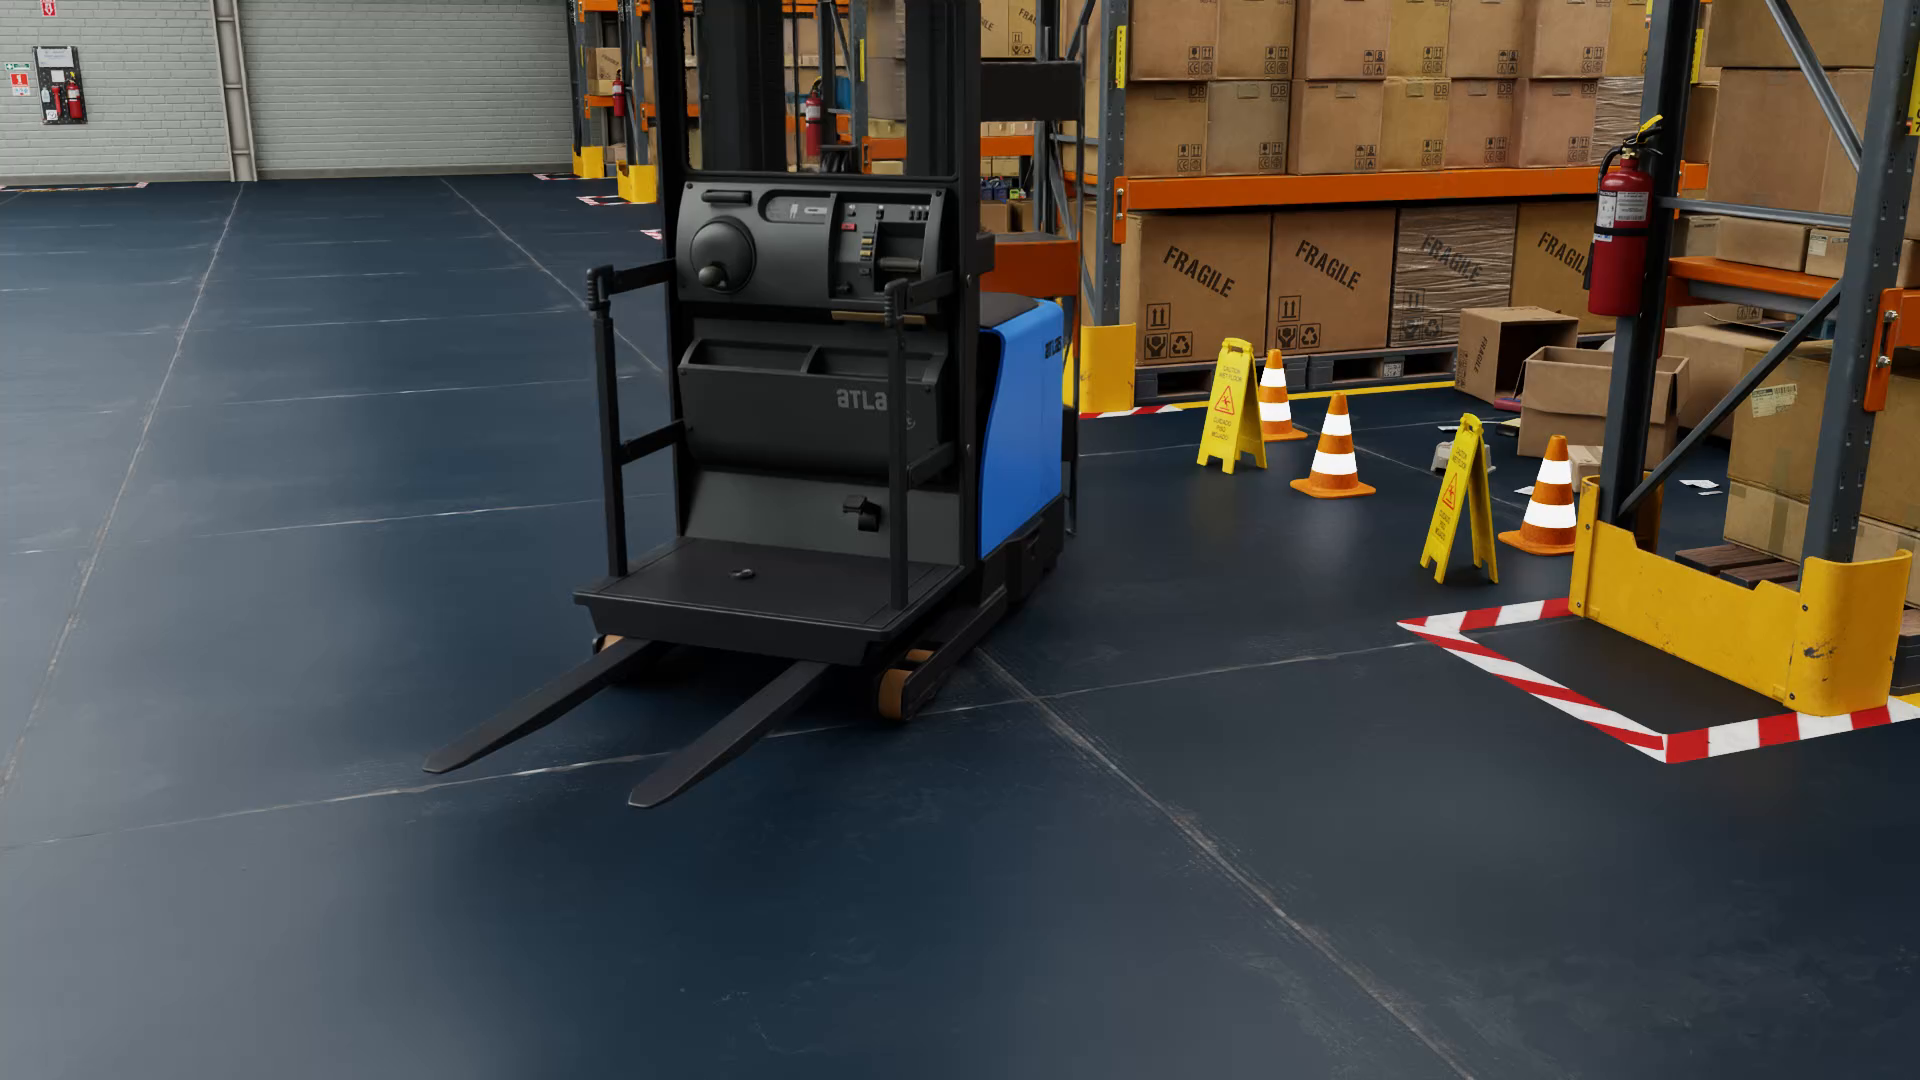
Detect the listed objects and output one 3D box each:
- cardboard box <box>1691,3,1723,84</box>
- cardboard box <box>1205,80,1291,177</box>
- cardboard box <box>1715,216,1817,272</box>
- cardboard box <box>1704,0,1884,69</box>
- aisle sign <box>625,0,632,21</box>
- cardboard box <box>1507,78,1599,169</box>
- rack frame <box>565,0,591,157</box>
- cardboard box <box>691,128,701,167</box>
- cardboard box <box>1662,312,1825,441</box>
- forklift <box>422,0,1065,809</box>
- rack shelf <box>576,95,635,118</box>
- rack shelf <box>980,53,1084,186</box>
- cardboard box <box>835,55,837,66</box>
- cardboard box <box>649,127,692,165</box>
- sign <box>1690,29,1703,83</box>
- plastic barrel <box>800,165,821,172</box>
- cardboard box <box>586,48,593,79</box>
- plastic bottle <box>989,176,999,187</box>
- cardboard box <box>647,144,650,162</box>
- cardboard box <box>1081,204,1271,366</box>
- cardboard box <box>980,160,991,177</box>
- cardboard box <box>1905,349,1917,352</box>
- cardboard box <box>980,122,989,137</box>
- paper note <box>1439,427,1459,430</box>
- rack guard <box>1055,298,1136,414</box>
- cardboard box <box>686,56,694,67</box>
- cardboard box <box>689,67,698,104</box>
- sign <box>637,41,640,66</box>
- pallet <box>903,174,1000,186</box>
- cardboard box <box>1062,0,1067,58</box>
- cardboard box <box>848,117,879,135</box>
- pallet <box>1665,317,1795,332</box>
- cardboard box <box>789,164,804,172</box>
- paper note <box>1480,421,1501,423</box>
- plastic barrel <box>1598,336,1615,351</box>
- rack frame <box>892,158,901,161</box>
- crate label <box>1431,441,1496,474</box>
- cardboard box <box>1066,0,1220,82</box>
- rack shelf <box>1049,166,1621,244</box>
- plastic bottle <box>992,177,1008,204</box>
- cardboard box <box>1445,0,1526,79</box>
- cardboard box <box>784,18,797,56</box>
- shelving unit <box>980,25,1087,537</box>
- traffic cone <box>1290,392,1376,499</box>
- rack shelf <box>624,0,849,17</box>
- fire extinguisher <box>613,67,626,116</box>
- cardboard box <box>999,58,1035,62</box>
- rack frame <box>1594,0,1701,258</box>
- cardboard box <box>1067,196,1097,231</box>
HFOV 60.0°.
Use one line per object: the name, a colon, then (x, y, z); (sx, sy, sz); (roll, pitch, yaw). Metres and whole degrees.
cardboard box: (4.882, -3.318, 11.120); (0.500, 0.500, 0.700); (-6, 18, -21)
cardboard box: (1.522, -2.517, 10.081); (0.550, 0.550, 0.875); (-6, 17, -20)
cardboard box: (2.824, -1.016, 5.681); (0.250, 0.149, 0.380); (-6, 17, -18)
cardboard box: (2.950, -1.822, 5.500); (0.500, 0.500, 0.700); (-7, 18, -21)
aisle sign: (-4.488, -7.417, 22.418); (0.004, 0.787, 0.394); (-6, 17, -20)
cardboard box: (3.575, -2.708, 10.732); (0.550, 0.550, 0.875); (-6, 17, -20)
rack frame: (-6.312, -7.560, 27.518); (0.127, 3.000, 1.000); (-6, 17, -20)
cardboard box: (-3.489, -5.545, 23.462); (0.500, 0.500, 0.500); (-6, 17, -20)
cardboard box: (4.156, -0.850, 8.858); (0.503, 0.637, 0.797); (-6, 17, -20)
forklift: (-0.561, -0.970, 5.199); (1.130, 2.935, 3.031); (6, 17, 19)
rack shelf: (-4.444, -7.416, 28.306); (4.000, 0.370, 1.077); (-6, 17, -20)
rack shelf: (0.197, -1.710, 6.760); (0.480, 0.518, 0.431); (-6, 17, -19)
cardboard box: (-1.929, -6.834, 23.716); (0.250, 0.149, 0.380); (-6, 17, -20)
cardboard box: (-4.142, -5.631, 23.755); (0.500, 0.500, 0.500); (-6, 17, -20)
sign: (4.621, -3.046, 10.469); (0.005, 0.325, 0.100); (-6, 17, -20)
plastic barrel: (-1.712, -4.098, 19.400); (0.421, 0.512, 0.421); (0, 16, 0)
cardboard box: (-5.948, -7.961, 27.783); (0.500, 0.500, 0.500); (-6, 18, -21)
plastic bottle: (0.418, -4.194, 19.977); (0.185, 0.351, 0.144); (-6, 17, -20)
cardboard box: (-5.101, -6.584, 28.188); (0.500, 0.311, 0.500); (-5, 17, -15)
cardboard box: (1.295, -1.603, 10.258); (0.875, 0.875, 0.875); (-6, 17, -20)
cardboard box: (0.142, -5.569, 24.874); (0.500, 0.250, 0.500); (-6, 17, -19)
cardboard box: (3.692, -0.488, 6.239); (0.500, 0.500, 0.500); (-5, 17, -18)
cardboard box: (0.062, -3.568, 14.370); (0.250, 0.149, 0.380); (-6, 17, -20)
paper note: (2.719, -0.617, 9.147); (0.142, 0.017, 0.144); (0, 16, -1)
rack guard: (0.663, -1.133, 10.070); (0.348, 0.500, 1.175); (-6, 17, -20)
cardboard box: (-3.847, -6.626, 23.011); (0.250, 0.149, 0.380); (-7, 18, -22)
cardboard box: (-3.607, -6.403, 23.401); (0.500, 0.500, 0.700); (-6, 17, -19)
sign: (-4.343, -6.564, 22.449); (0.005, 0.325, 0.100); (-6, 17, -20)
pallet: (-0.127, -5.407, 25.136); (1.213, 0.211, 1.003); (-6, 17, -20)
cardboard box: (1.017, -4.456, 14.468); (0.500, 0.500, 0.500); (-6, 17, -20)
cardboard box: (-0.802, -3.613, 14.523); (0.250, 0.149, 0.380); (-6, 17, -20)
pallet: (5.114, -1.498, 11.825); (1.213, 0.211, 1.003); (-6, 17, -20)
cardboard box: (-2.554, -5.285, 23.908); (0.500, 0.250, 0.500); (-6, 17, -20)
paper note: (2.985, -0.660, 9.328); (0.123, 0.001, 0.032); (3, 17, 9)
plastic barrel: (3.910, -0.984, 9.698); (0.421, 0.421, 0.512); (6, 17, 18)
rack frame: (-0.801, -6.660, 24.455); (0.127, 3.000, 1.000); (-6, 17, -20)
crate label: (2.488, -0.405, 8.236); (0.250, 0.136, 0.298); (13, 21, 37)
cardboard box: (1.046, -2.952, 9.645); (0.550, 0.550, 0.875); (-6, 17, -20)
rack shelf: (2.553, -2.191, 10.514); (4.000, 0.370, 1.077); (-6, 17, -20)
plastic bottle: (0.470, -4.156, 19.847); (0.185, 0.351, 0.144); (-7, 18, -22)
cardboard box: (3.039, -3.196, 10.475); (0.550, 0.550, 0.875); (-6, 17, -20)
cardboard box: (-2.619, -7.132, 23.583); (0.500, 0.500, 0.700); (-6, 17, -20)
shelving unit: (0.197, -1.052, 6.953); (0.503, 2.100, 0.431); (-6, 17, -19)
traffic cone: (1.777, -0.466, 7.864); (0.334, 0.463, 0.336); (-6, 17, -20)
rack shelf: (-2.668, -7.553, 23.447); (4.000, 0.370, 1.077); (-6, 17, -20)
fire extinguisher: (-4.813, -6.330, 23.468); (0.183, 0.674, 0.296); (-6, 17, -20)
cardboard box: (0.435, -4.010, 14.725); (0.500, 0.500, 0.875); (-6, 17, -20)
rack frame: (4.421, -2.738, 11.099); (0.127, 3.000, 1.000); (-6, 17, -20)
cardboard box: (1.269, -2.883, 15.282); (0.500, 0.500, 0.500); (-8, 18, -25)
